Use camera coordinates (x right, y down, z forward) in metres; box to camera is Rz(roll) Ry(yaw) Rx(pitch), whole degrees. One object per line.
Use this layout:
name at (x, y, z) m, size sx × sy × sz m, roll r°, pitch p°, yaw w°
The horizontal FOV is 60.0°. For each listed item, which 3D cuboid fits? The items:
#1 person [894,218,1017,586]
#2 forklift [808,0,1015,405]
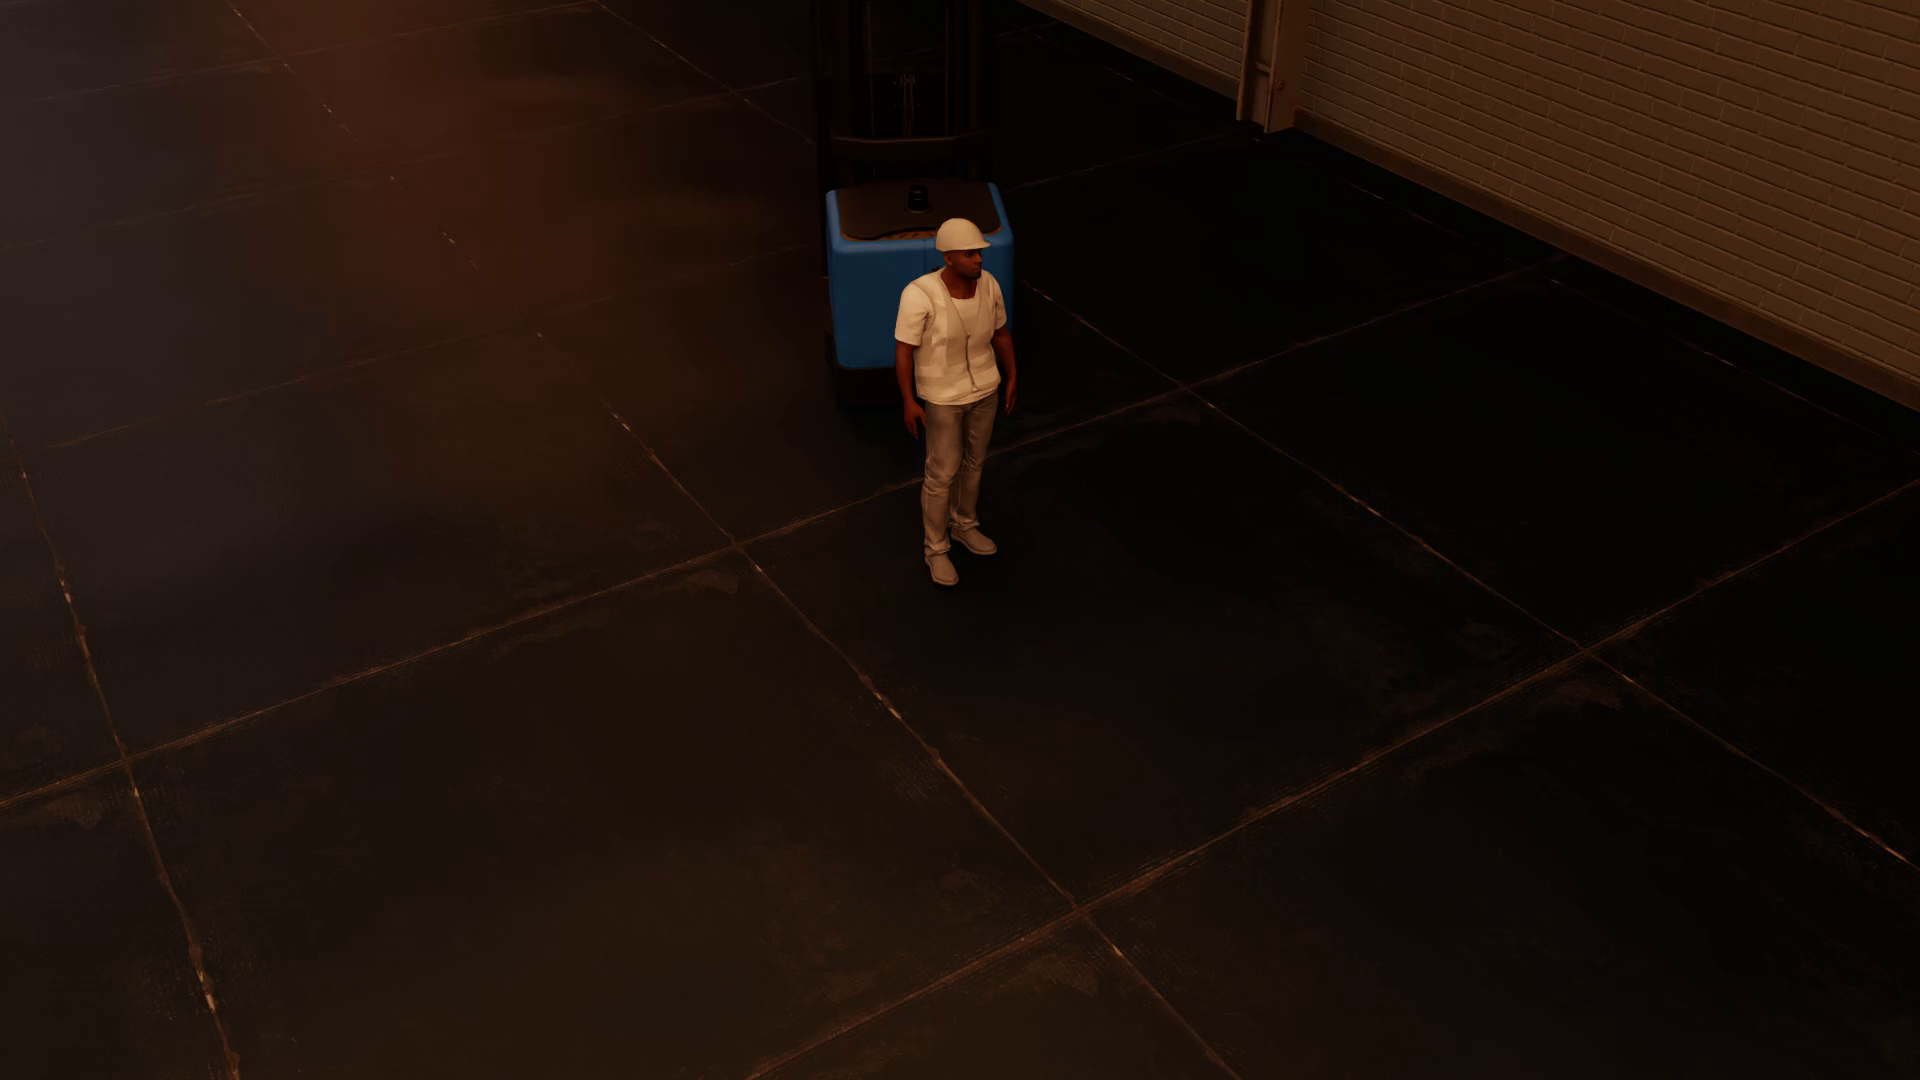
person at (0.034, -0.693, 8.135) m, size 0.666 × 1.768 × 0.575 m, roll -21°, pitch 40°, yaw -27°
forklift at (-0.364, -2.817, 10.156) m, size 1.130 × 2.935 × 3.031 m, roll -4°, pitch 35°, yaw -5°
